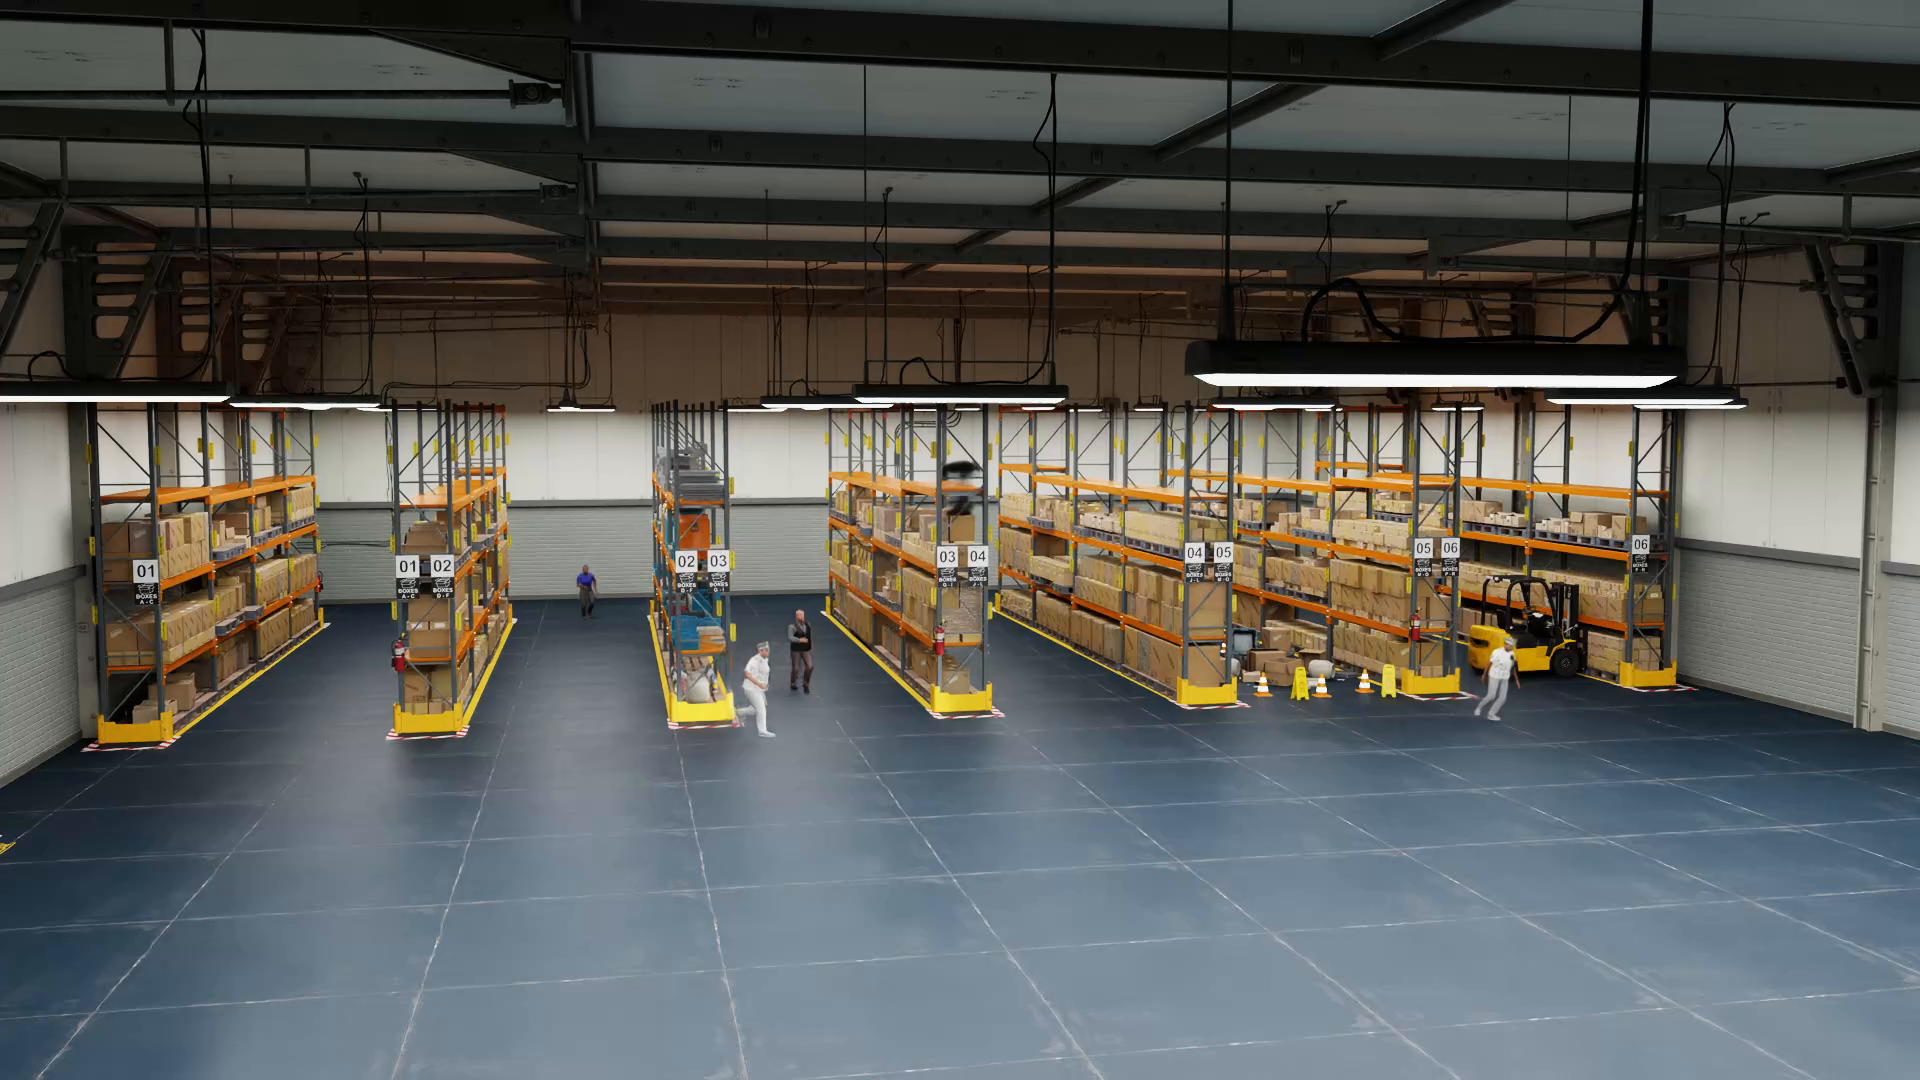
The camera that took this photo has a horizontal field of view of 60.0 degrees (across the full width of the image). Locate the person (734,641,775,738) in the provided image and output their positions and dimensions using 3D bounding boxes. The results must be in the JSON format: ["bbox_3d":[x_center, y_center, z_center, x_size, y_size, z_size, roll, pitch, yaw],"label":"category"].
[{"bbox_3d":[-3.713,2.647,29.565,0.818,1.736,0.653,2,5,25],"label":"person"}]

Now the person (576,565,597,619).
[{"bbox_3d":[-10.388,1.461,46.312,0.592,1.555,0.847,-2,5,-20],"label":"person"}]

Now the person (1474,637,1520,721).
[{"bbox_3d":[10.031,2.585,31.051,0.715,1.583,0.630,-1,4,-16],"label":"person"}]

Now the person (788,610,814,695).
[{"bbox_3d":[-3.254,2.304,34.050,0.609,1.753,0.813,-2,5,-28],"label":"person"}]
